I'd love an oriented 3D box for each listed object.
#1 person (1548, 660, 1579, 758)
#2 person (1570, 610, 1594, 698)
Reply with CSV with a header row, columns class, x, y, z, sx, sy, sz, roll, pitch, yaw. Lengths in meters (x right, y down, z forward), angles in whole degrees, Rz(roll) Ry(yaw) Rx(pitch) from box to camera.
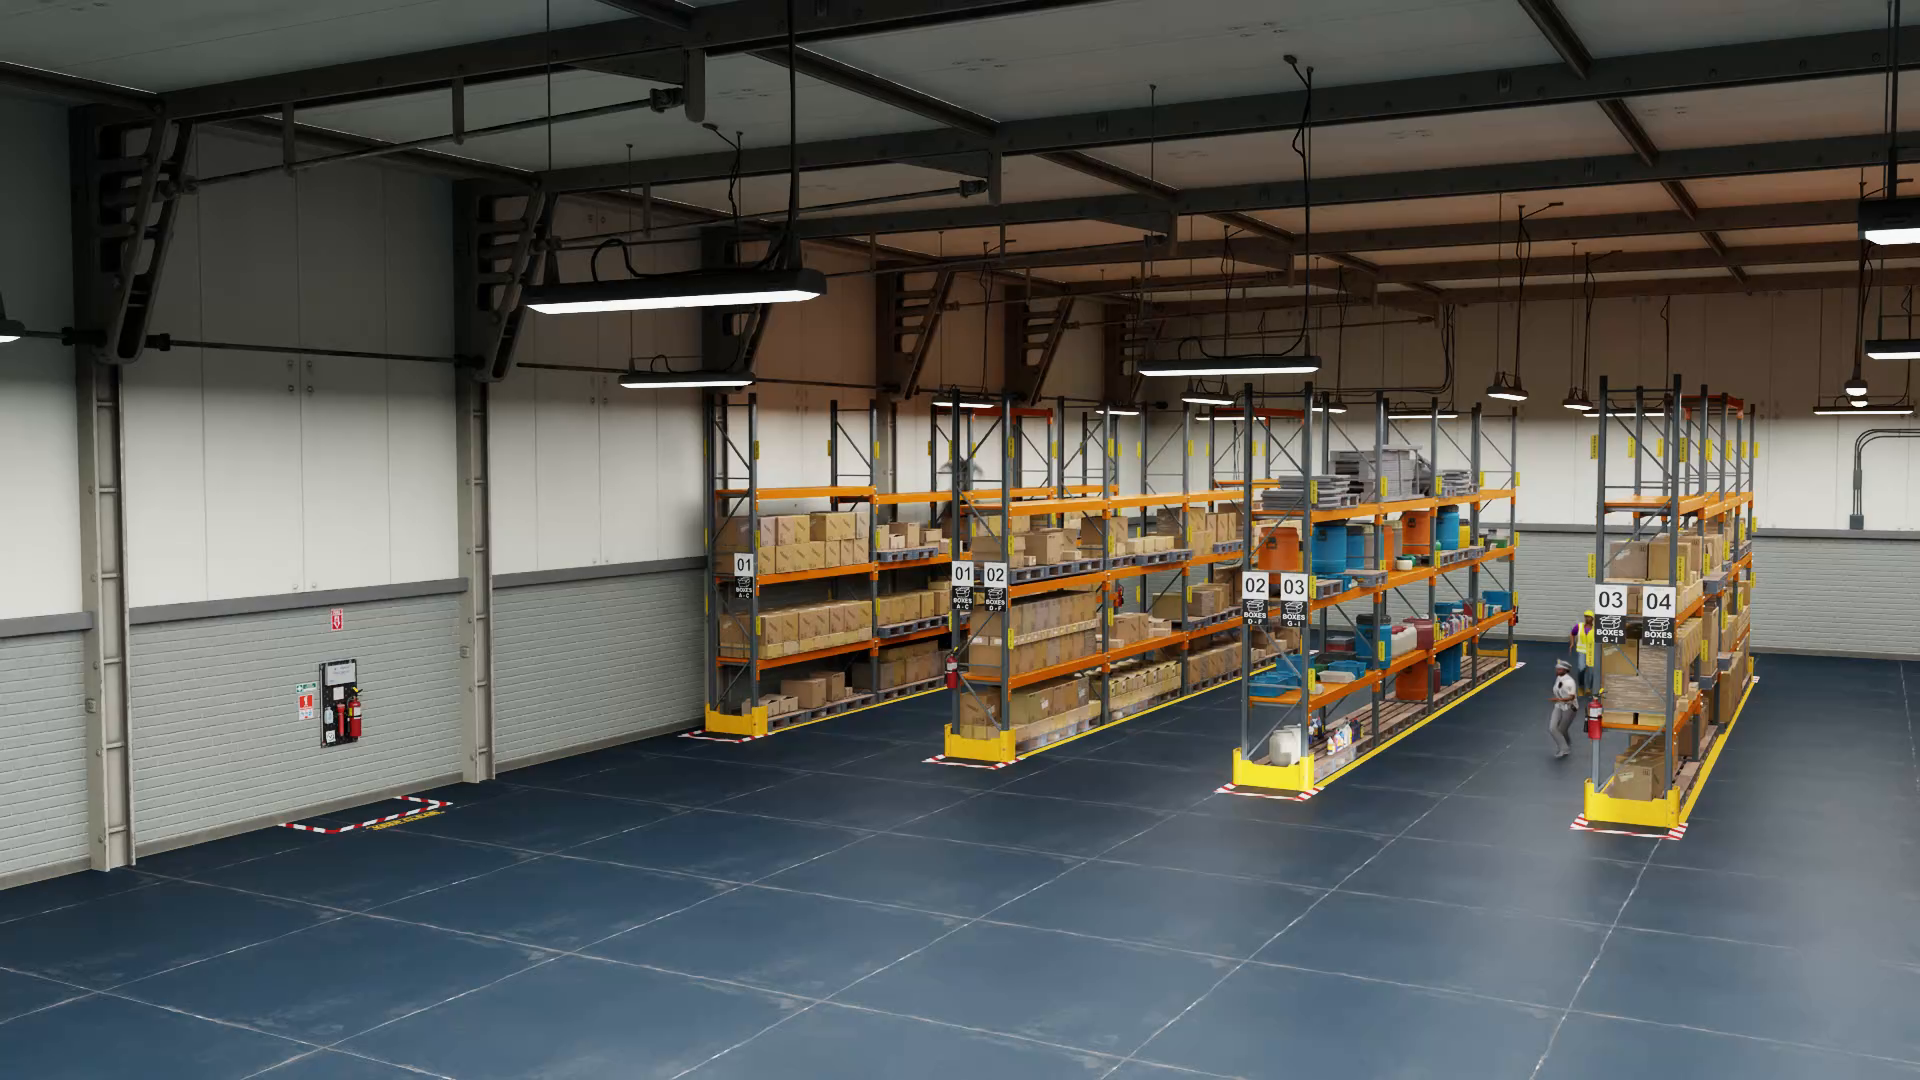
class,x,y,z,sx,sy,sz,roll,pitch,yaw
person,9.914,2.751,27.234,0.637,1.633,0.695,-1,3,-24
person,12.688,2.306,33.636,0.666,1.789,0.728,1,3,19
